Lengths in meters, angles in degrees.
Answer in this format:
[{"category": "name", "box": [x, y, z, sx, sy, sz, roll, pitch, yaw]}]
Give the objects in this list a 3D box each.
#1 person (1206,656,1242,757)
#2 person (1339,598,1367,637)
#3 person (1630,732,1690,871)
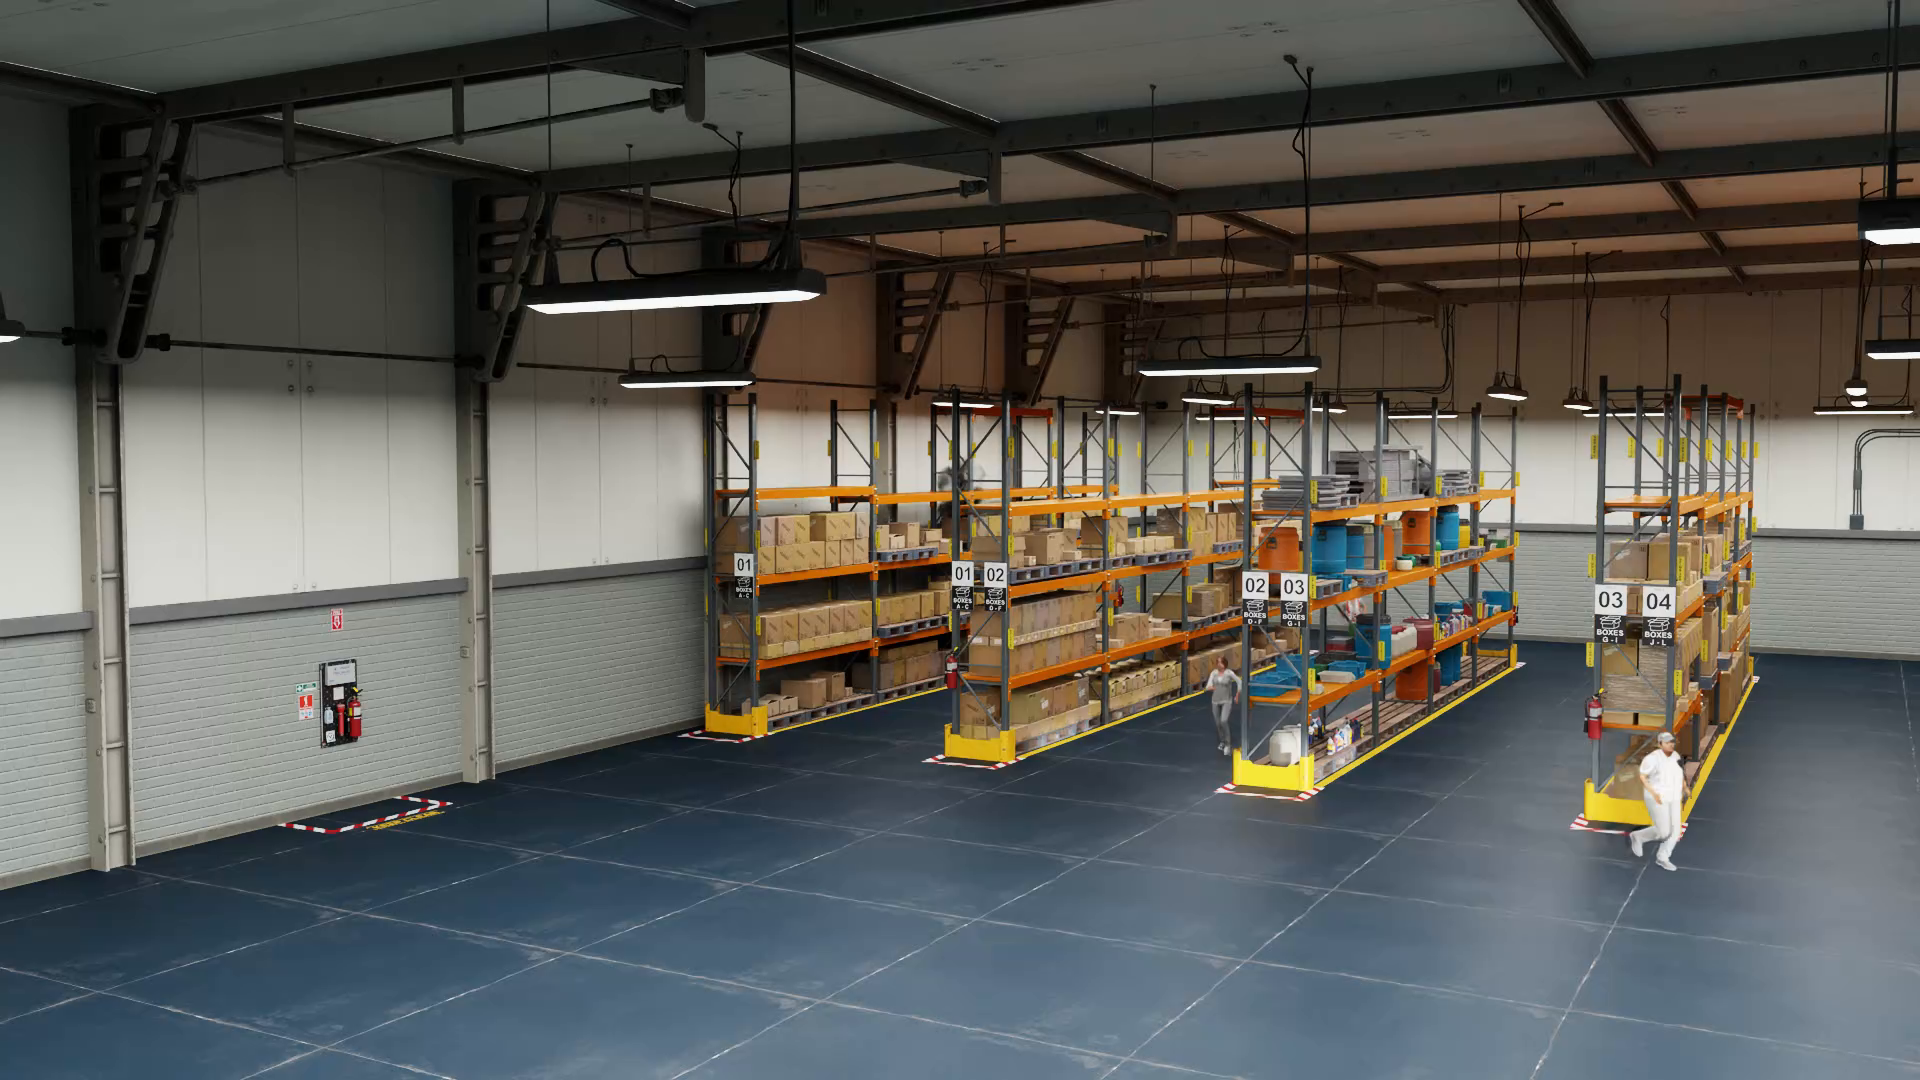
[{"category": "person", "box": [4.320, 2.729, 27.364, 0.526, 1.648, 0.684, 2, 4, 31]}, {"category": "person", "box": [9.455, 1.979, 39.877, 0.715, 1.712, 0.580, 0, 3, 5]}, {"category": "person", "box": [8.455, 3.117, 20.014, 0.602, 1.644, 0.601, -1, 3, -18]}]
